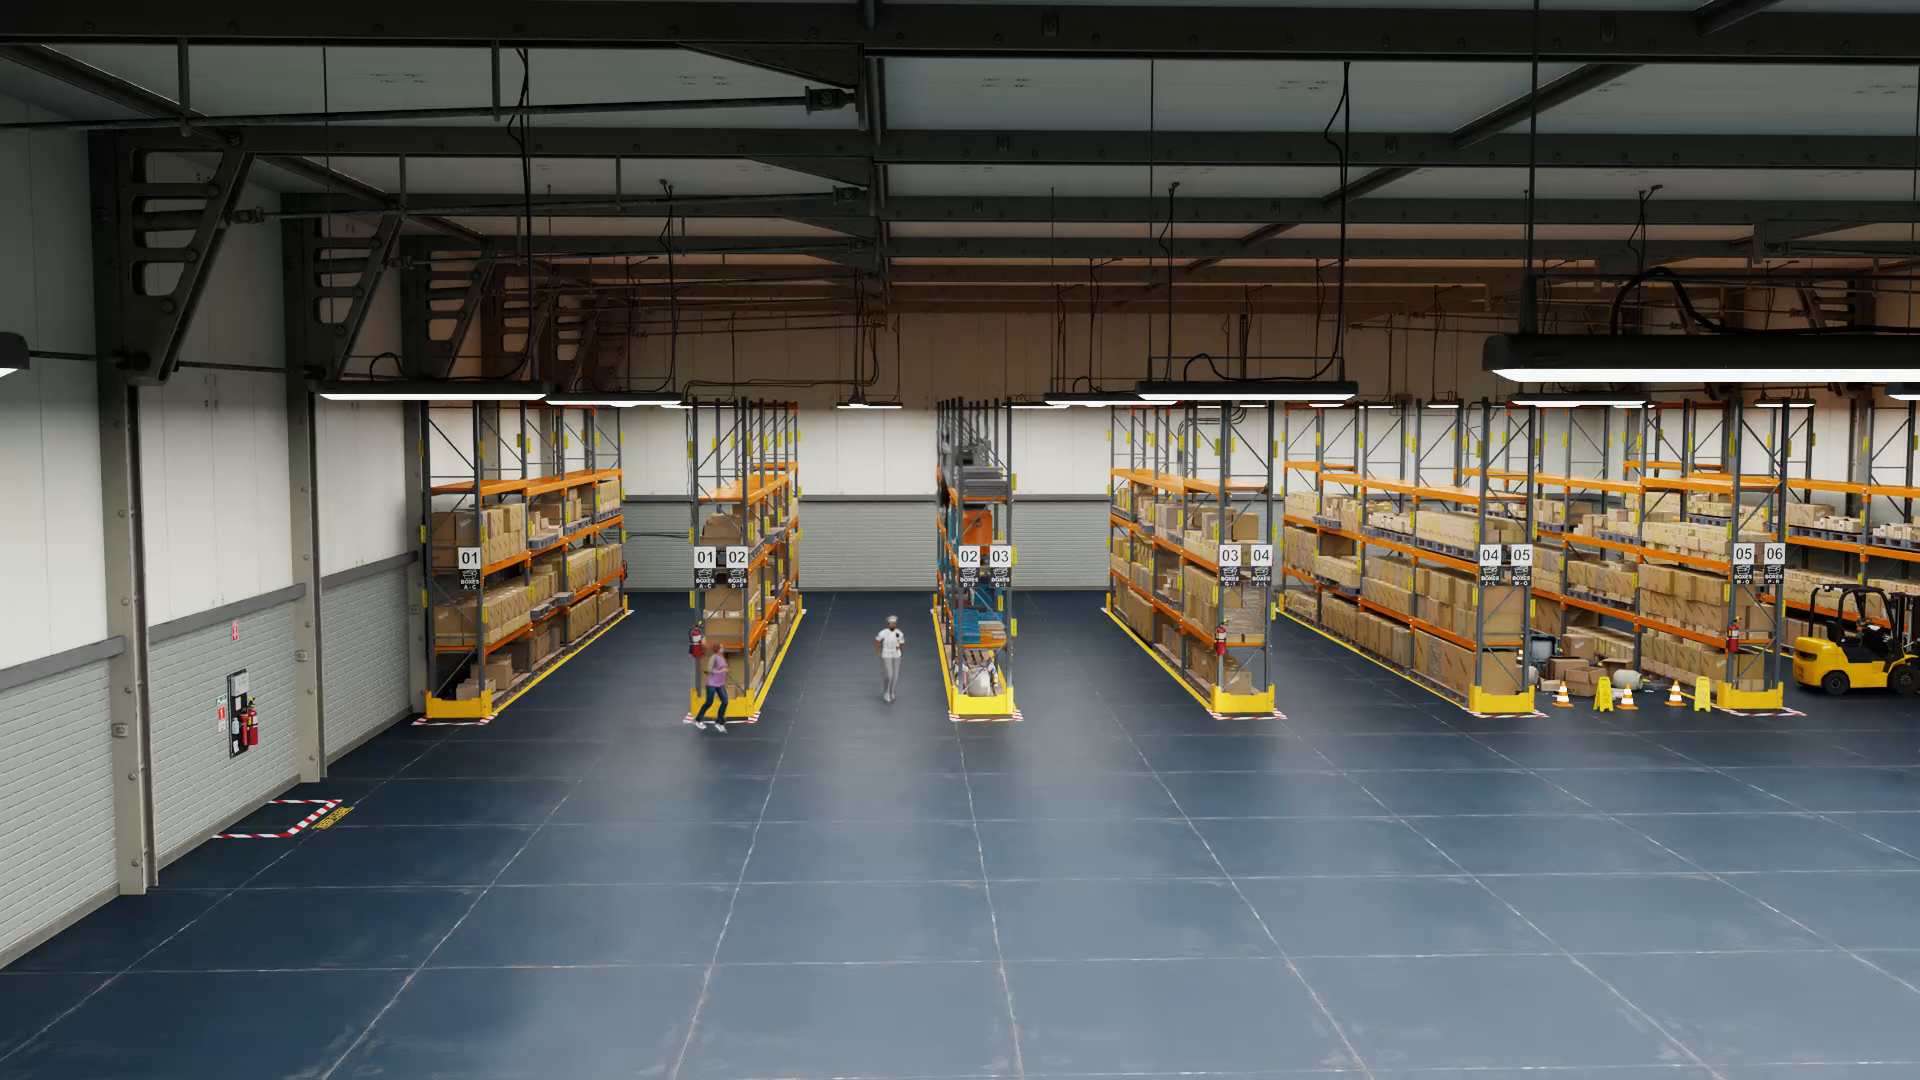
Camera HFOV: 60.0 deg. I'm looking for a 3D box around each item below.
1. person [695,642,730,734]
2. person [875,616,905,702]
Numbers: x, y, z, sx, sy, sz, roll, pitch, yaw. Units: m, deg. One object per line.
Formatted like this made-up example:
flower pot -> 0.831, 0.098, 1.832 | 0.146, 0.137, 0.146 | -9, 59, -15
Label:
person -> -4.382, 2.641, 29.770 | 0.699, 1.628, 0.537 | 3, 5, 31
person -> -1.357, 2.347, 32.832 | 0.545, 1.714, 0.696 | -1, 5, -18
